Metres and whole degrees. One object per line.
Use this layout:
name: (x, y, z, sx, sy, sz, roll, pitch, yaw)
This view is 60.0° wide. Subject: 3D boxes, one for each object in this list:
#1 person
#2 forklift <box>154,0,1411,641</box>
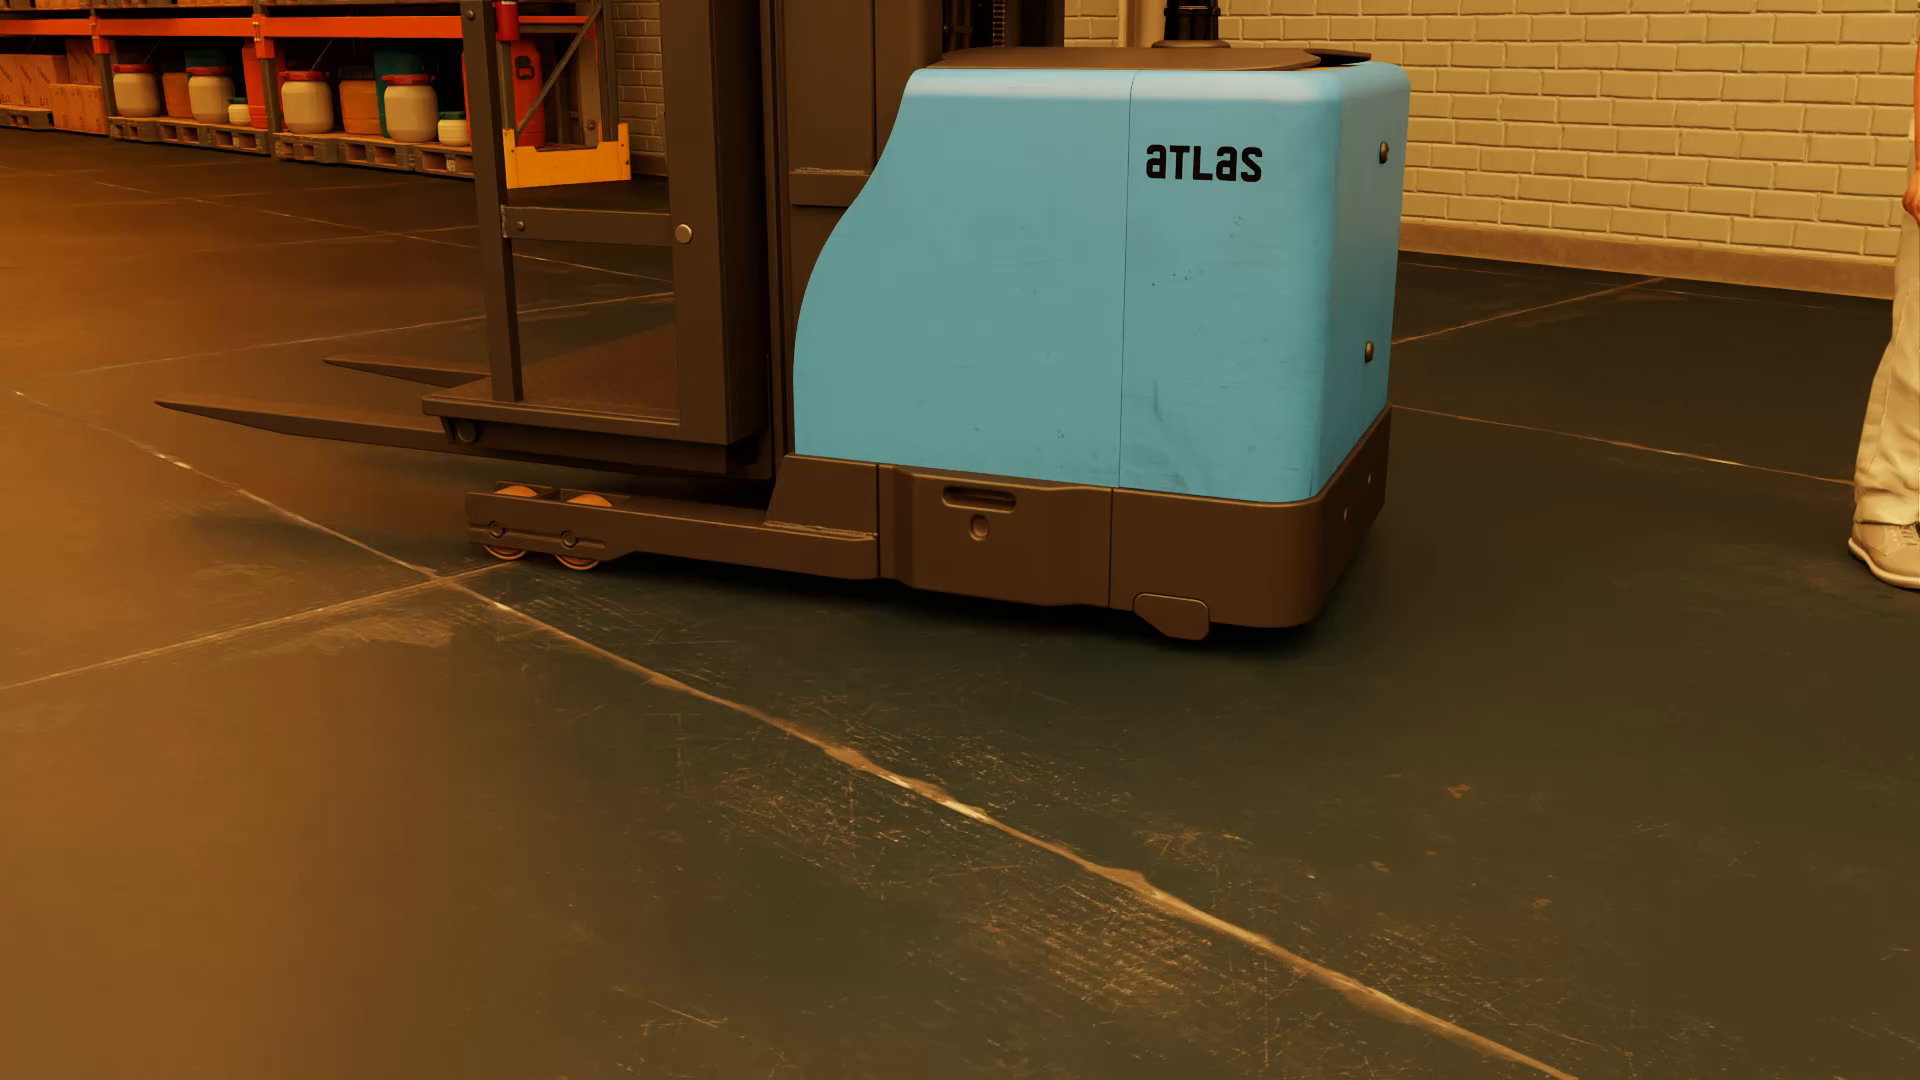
person: (-18.410, -5.089, 5.130, 39.918, 9.002, 14.010, -3, 17, -11)
forklift: (-0.563, -1.469, 3.684, 3.031, 2.935, 1.130, 7, 18, 21)
